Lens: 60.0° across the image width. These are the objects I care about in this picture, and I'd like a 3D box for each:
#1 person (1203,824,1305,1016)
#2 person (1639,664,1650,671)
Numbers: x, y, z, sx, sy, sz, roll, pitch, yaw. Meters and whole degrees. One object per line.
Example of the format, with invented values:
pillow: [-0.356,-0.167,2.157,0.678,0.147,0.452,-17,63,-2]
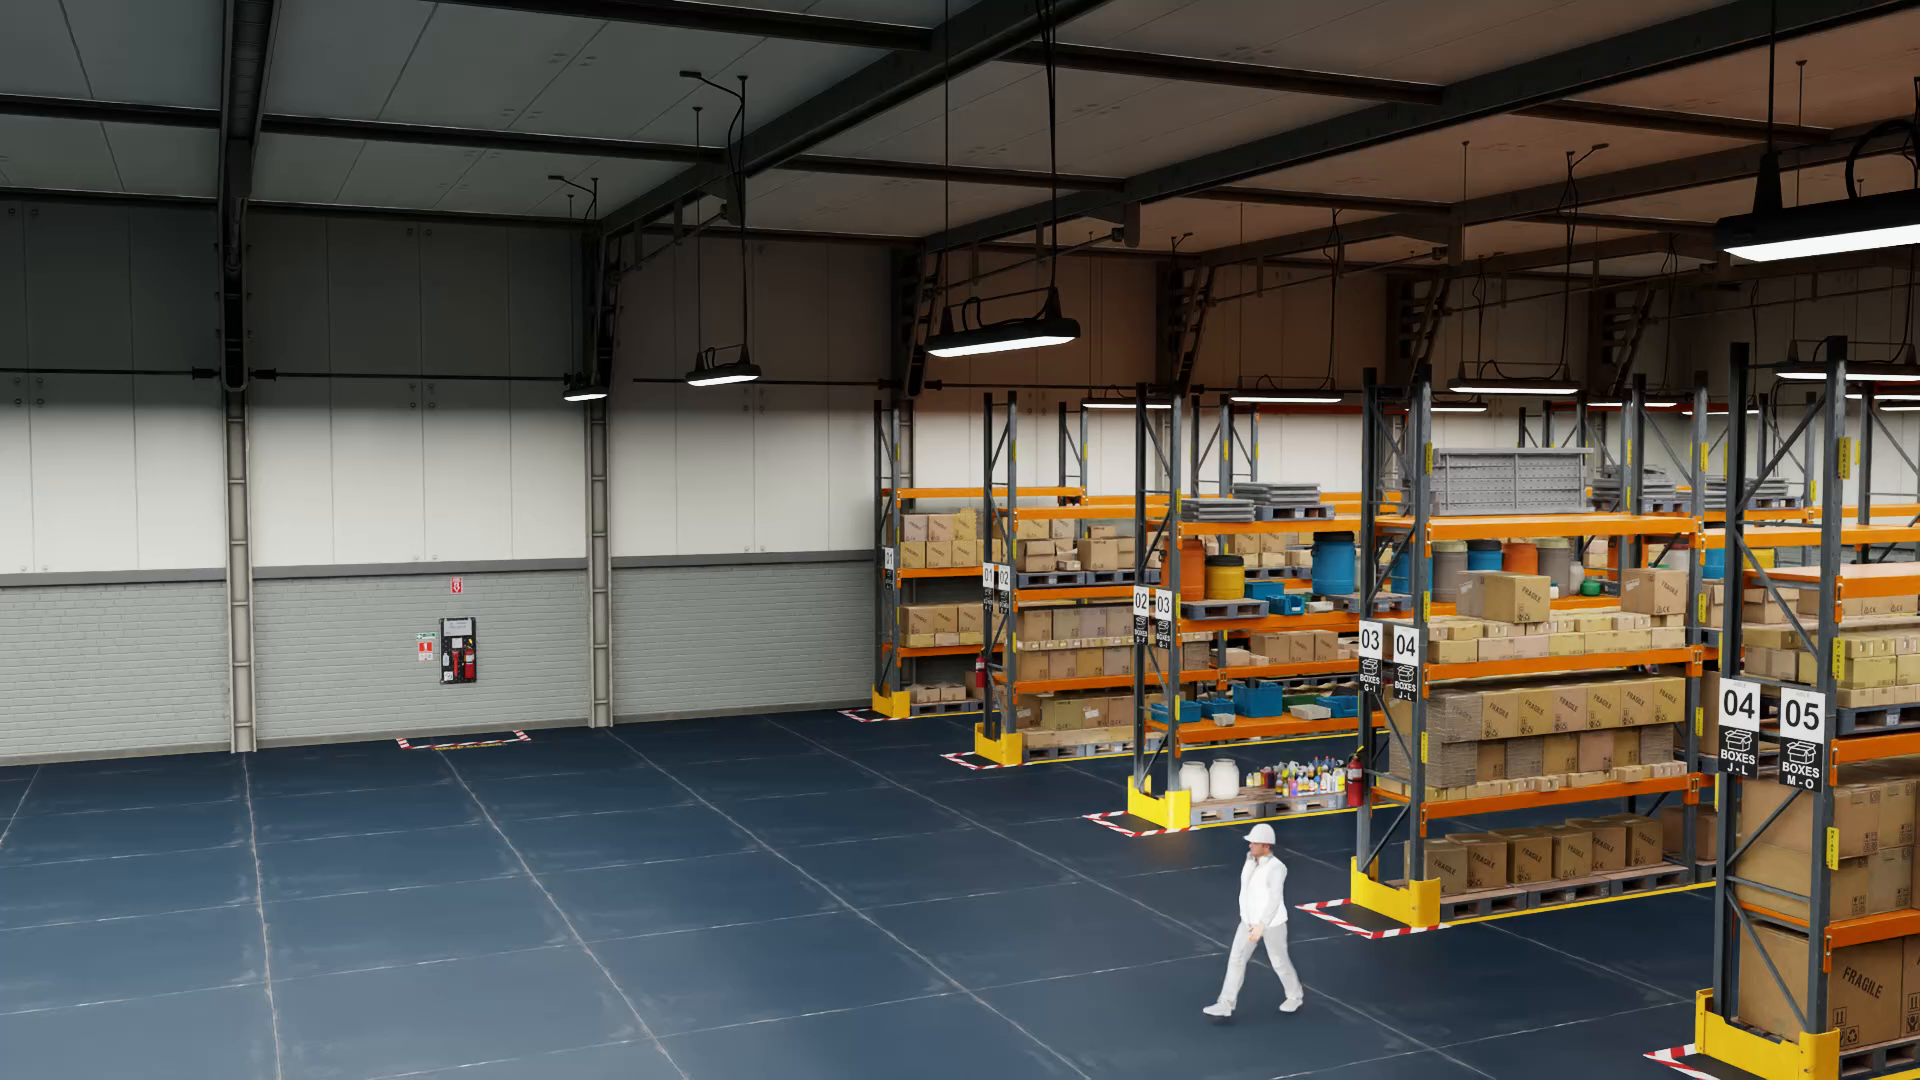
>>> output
person: [2.664,3.414,14.933,1.031,1.723,0.561,-2,4,-30]
person: [12.079,2.545,29.652,0.496,1.787,0.591,-2,4,-25]
